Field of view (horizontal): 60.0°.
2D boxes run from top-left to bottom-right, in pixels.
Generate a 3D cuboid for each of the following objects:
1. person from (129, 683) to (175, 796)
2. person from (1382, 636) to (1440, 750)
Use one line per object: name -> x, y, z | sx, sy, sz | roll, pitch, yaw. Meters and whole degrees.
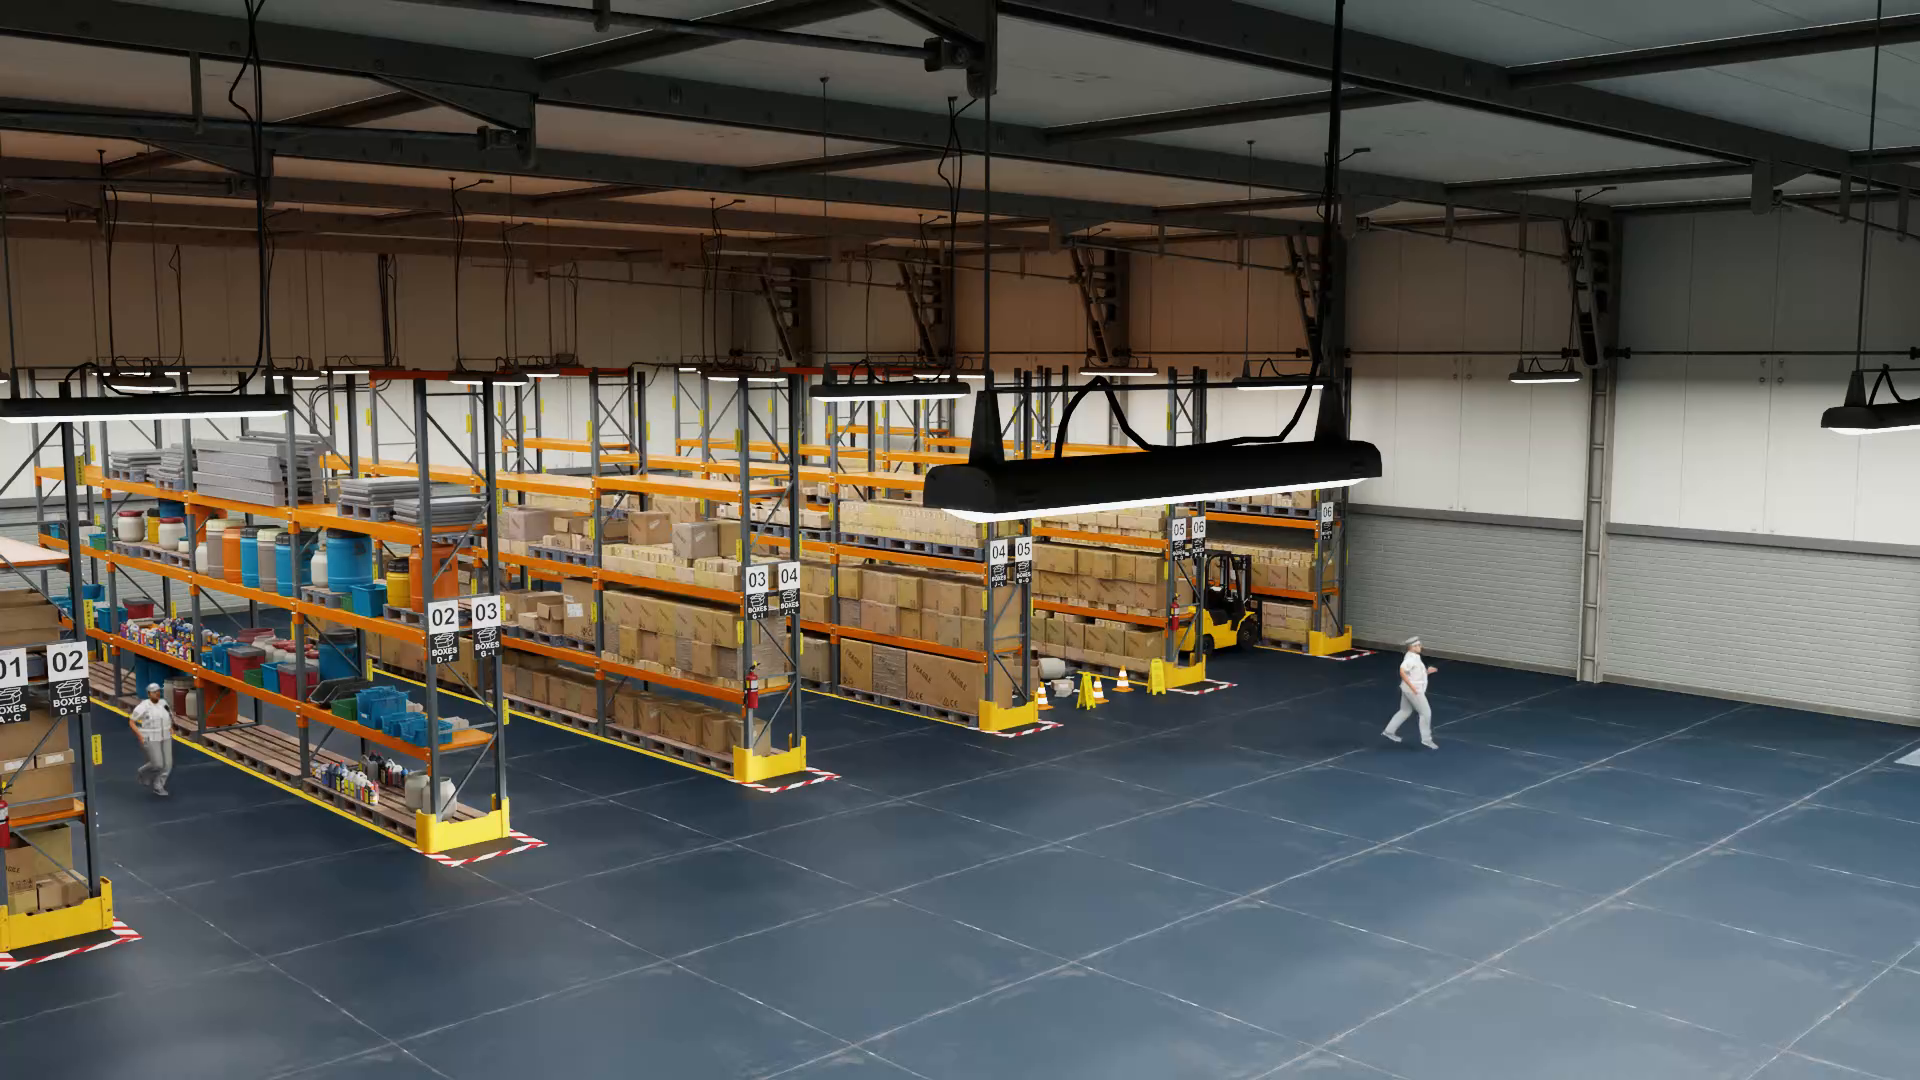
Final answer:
person -> -11.493, 2.853, 23.784 | 0.549, 1.623, 0.608 | 4, 8, 33
person -> 7.261, 2.440, 26.634 | 0.852, 1.826, 0.648 | 0, 6, 3
